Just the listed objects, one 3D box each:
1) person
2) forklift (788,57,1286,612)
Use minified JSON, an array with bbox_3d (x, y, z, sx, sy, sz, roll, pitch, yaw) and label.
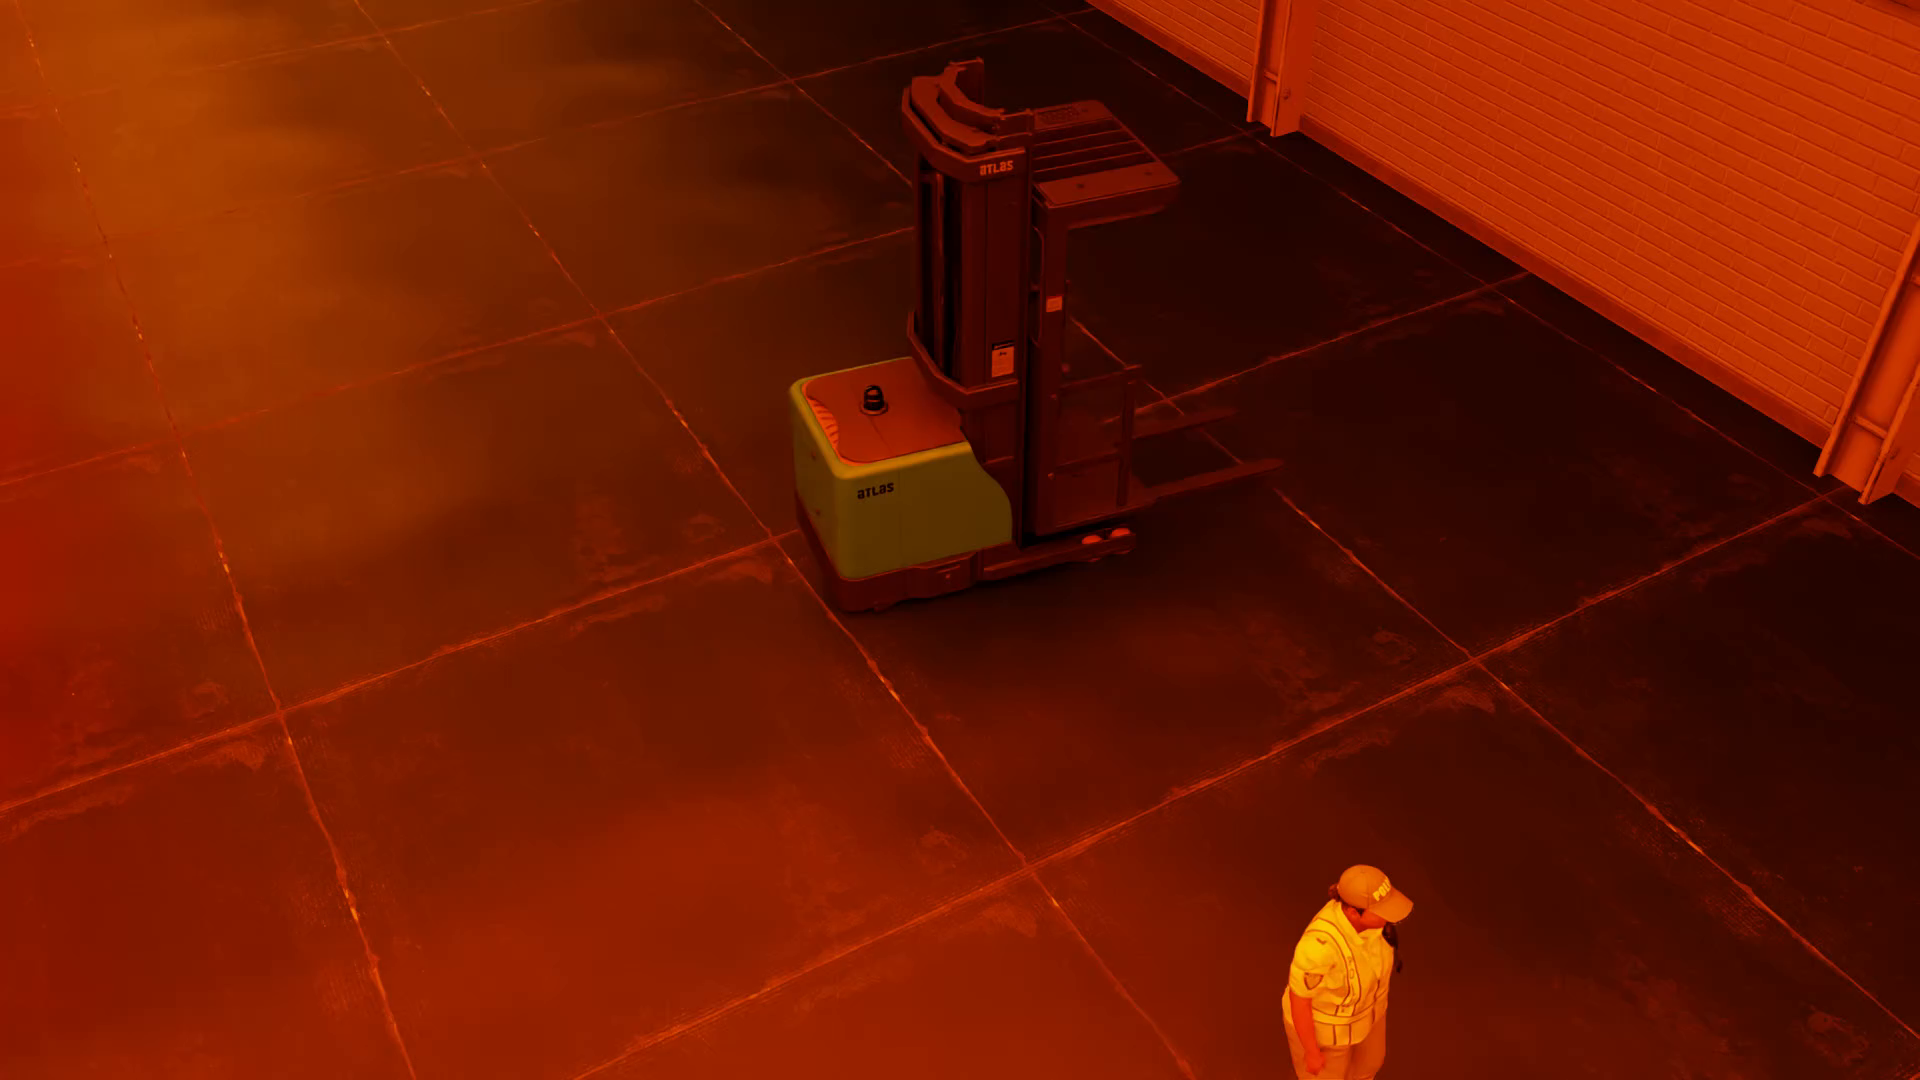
[{"bbox_3d":[1.559,1.940,6.716,0.486,1.693,0.555,31,49,32],"label":"person"},{"bbox_3d":[0.546,-1.294,9.596,3.031,2.935,1.130,-14,42,-16],"label":"forklift"}]
